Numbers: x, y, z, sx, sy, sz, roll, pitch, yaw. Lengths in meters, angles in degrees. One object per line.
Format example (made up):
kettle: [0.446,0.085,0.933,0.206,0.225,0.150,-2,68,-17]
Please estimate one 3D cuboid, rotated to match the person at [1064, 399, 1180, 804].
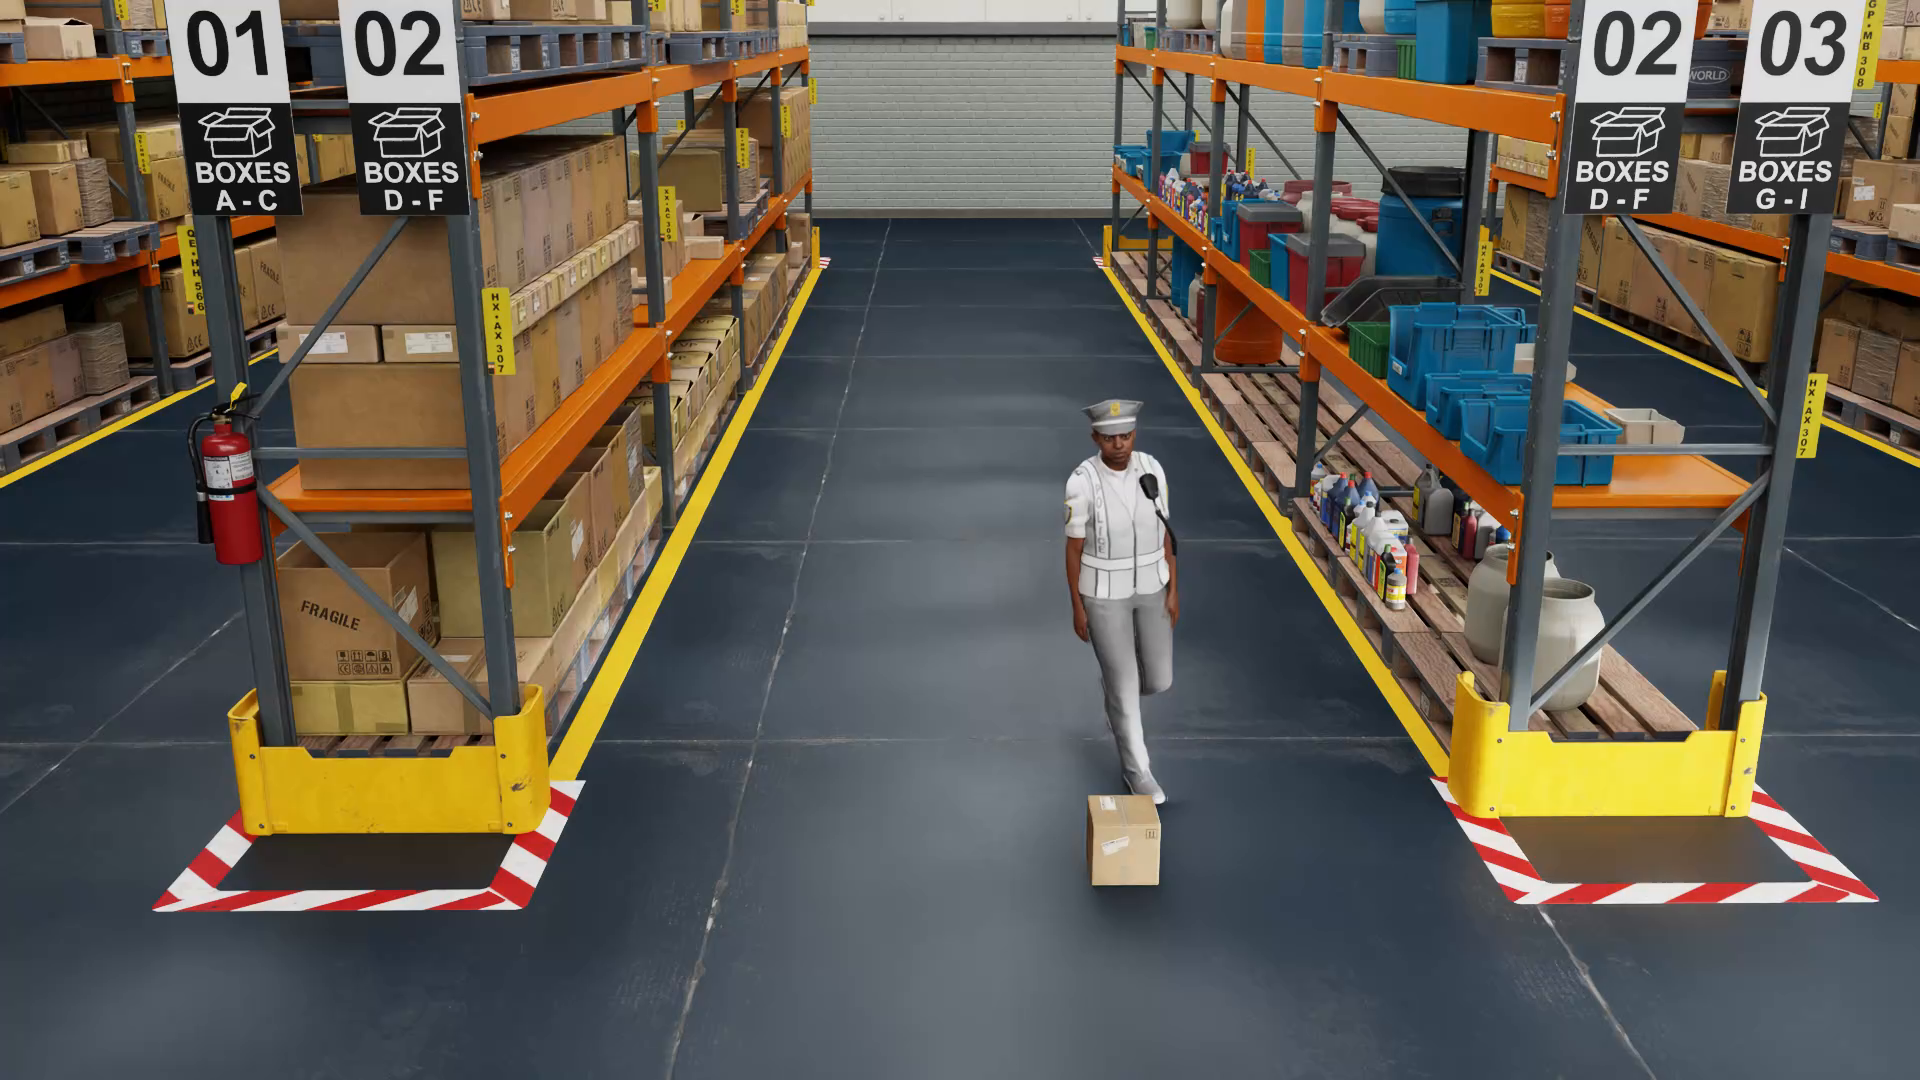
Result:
person: [0.645,0.205,6.847,0.479,1.666,0.686,-6,18,-18]
